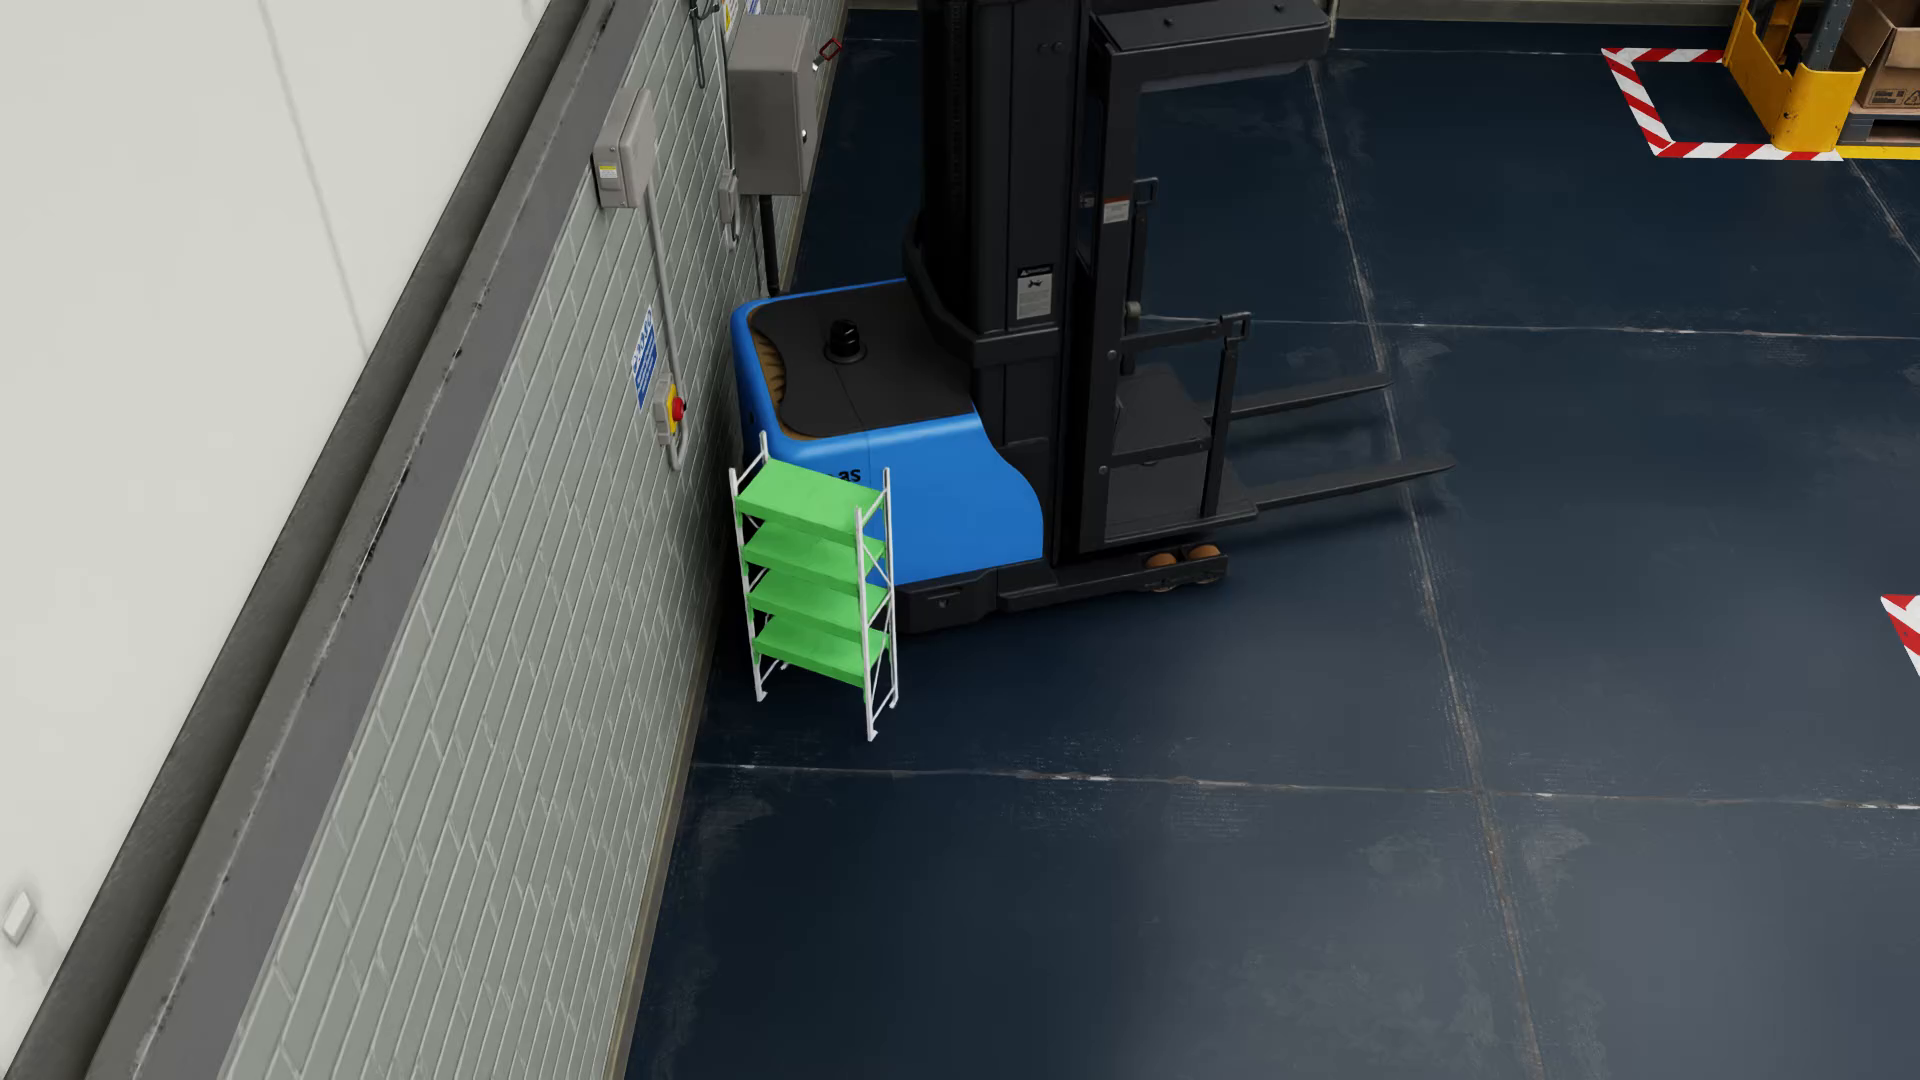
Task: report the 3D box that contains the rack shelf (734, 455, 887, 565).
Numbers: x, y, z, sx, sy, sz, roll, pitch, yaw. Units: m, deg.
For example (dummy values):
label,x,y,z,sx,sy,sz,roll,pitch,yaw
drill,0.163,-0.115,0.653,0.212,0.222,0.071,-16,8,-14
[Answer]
label,x,y,z,sx,sy,sz,roll,pitch,yaw
rack shelf,-0.523,-0.110,5.877,0.480,0.148,0.258,17,46,18

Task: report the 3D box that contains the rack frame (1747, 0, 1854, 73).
label,x,y,z,sx,sy,sz,roll,pitch,yaw
rack frame,4.877,-3.754,9.080,0.127,3.000,1.000,2,43,2

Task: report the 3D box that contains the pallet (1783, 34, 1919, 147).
label,x,y,z,sx,sy,sz,roll,pitch,yaw
pallet,5.749,-2.708,10.002,1.213,0.211,1.003,2,43,2

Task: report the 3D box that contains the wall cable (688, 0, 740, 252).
label,x,y,z,sx,sy,sz,roll,pitch,yaw
wall cable,-0.925,-1.869,6.311,0.122,1.984,0.588,2,43,2

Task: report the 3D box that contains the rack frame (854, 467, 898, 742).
label,x,y,z,sx,sy,sz,roll,pitch,yaw
rack frame,-0.300,0.263,6.087,0.015,1.200,0.240,17,46,18

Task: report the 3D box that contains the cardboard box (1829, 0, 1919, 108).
label,x,y,z,sx,sy,sz,roll,pitch,yaw
cardboard box,5.484,-2.911,9.698,0.637,0.503,0.797,0,43,0

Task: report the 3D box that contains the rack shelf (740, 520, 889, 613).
label,x,y,z,sx,sy,sz,roll,pitch,yaw
rack shelf,-0.523,0.066,6.041,0.480,0.148,0.258,17,46,18

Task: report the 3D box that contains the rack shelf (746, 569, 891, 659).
label,x,y,z,sx,sy,sz,roll,pitch,yaw
rack shelf,-0.523,0.241,6.205,0.480,0.148,0.258,17,46,18

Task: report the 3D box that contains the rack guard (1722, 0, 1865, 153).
label,x,y,z,sx,sy,sz,roll,pitch,yaw
rack guard,4.953,-2.838,9.929,0.348,0.500,1.175,2,43,2

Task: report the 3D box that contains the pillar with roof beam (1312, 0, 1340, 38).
label,x,y,z,sx,sy,sz,roll,pitch,yaw
pillar with roof beam,2.030,-3.715,4.636,0.400,9.000,9.100,2,43,2

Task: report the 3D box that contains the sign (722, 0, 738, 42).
label,x,y,z,sx,sy,sz,roll,pitch,yaw
sign,-0.946,-2.228,6.836,0.001,0.242,0.339,2,43,2

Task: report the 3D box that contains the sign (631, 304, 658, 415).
label,x,y,z,sx,sy,sz,roll,pitch,yaw
sign,-1.040,-0.600,5.495,0.001,0.218,0.327,2,43,2

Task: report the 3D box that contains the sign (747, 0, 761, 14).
label,x,y,z,sx,sy,sz,roll,pitch,yaw
sign,-0.921,-2.265,7.551,0.001,0.494,0.329,2,43,2

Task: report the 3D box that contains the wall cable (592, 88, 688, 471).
label,x,y,z,sx,sy,sz,roll,pitch,yaw
wall cable,-0.977,-0.915,5.263,0.123,1.953,0.585,2,43,2

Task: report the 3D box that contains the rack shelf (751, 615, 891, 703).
label,x,y,z,sx,sy,sz,roll,pitch,yaw
rack shelf,-0.523,0.417,6.368,0.480,0.148,0.258,17,46,18

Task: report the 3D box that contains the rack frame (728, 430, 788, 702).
label,x,y,z,sx,sy,sz,roll,pitch,yaw
rack frame,-0.745,0.126,6.234,0.015,1.200,0.240,17,46,18

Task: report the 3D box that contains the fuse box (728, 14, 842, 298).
label,x,y,z,sx,sy,sz,roll,pitch,yaw
fuse box,-0.737,-1.486,7.590,0.414,1.711,0.539,2,43,2

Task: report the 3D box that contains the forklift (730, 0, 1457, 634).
label,x,y,z,sx,sy,sz,roll,pitch,yaw
forklift,0.634,-1.191,6.378,3.031,2.935,1.130,-11,44,-11

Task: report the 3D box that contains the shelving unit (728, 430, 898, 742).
label,x,y,z,sx,sy,sz,roll,pitch,yaw
shelving unit,-0.523,0.194,6.161,0.503,1.200,0.258,17,46,18
